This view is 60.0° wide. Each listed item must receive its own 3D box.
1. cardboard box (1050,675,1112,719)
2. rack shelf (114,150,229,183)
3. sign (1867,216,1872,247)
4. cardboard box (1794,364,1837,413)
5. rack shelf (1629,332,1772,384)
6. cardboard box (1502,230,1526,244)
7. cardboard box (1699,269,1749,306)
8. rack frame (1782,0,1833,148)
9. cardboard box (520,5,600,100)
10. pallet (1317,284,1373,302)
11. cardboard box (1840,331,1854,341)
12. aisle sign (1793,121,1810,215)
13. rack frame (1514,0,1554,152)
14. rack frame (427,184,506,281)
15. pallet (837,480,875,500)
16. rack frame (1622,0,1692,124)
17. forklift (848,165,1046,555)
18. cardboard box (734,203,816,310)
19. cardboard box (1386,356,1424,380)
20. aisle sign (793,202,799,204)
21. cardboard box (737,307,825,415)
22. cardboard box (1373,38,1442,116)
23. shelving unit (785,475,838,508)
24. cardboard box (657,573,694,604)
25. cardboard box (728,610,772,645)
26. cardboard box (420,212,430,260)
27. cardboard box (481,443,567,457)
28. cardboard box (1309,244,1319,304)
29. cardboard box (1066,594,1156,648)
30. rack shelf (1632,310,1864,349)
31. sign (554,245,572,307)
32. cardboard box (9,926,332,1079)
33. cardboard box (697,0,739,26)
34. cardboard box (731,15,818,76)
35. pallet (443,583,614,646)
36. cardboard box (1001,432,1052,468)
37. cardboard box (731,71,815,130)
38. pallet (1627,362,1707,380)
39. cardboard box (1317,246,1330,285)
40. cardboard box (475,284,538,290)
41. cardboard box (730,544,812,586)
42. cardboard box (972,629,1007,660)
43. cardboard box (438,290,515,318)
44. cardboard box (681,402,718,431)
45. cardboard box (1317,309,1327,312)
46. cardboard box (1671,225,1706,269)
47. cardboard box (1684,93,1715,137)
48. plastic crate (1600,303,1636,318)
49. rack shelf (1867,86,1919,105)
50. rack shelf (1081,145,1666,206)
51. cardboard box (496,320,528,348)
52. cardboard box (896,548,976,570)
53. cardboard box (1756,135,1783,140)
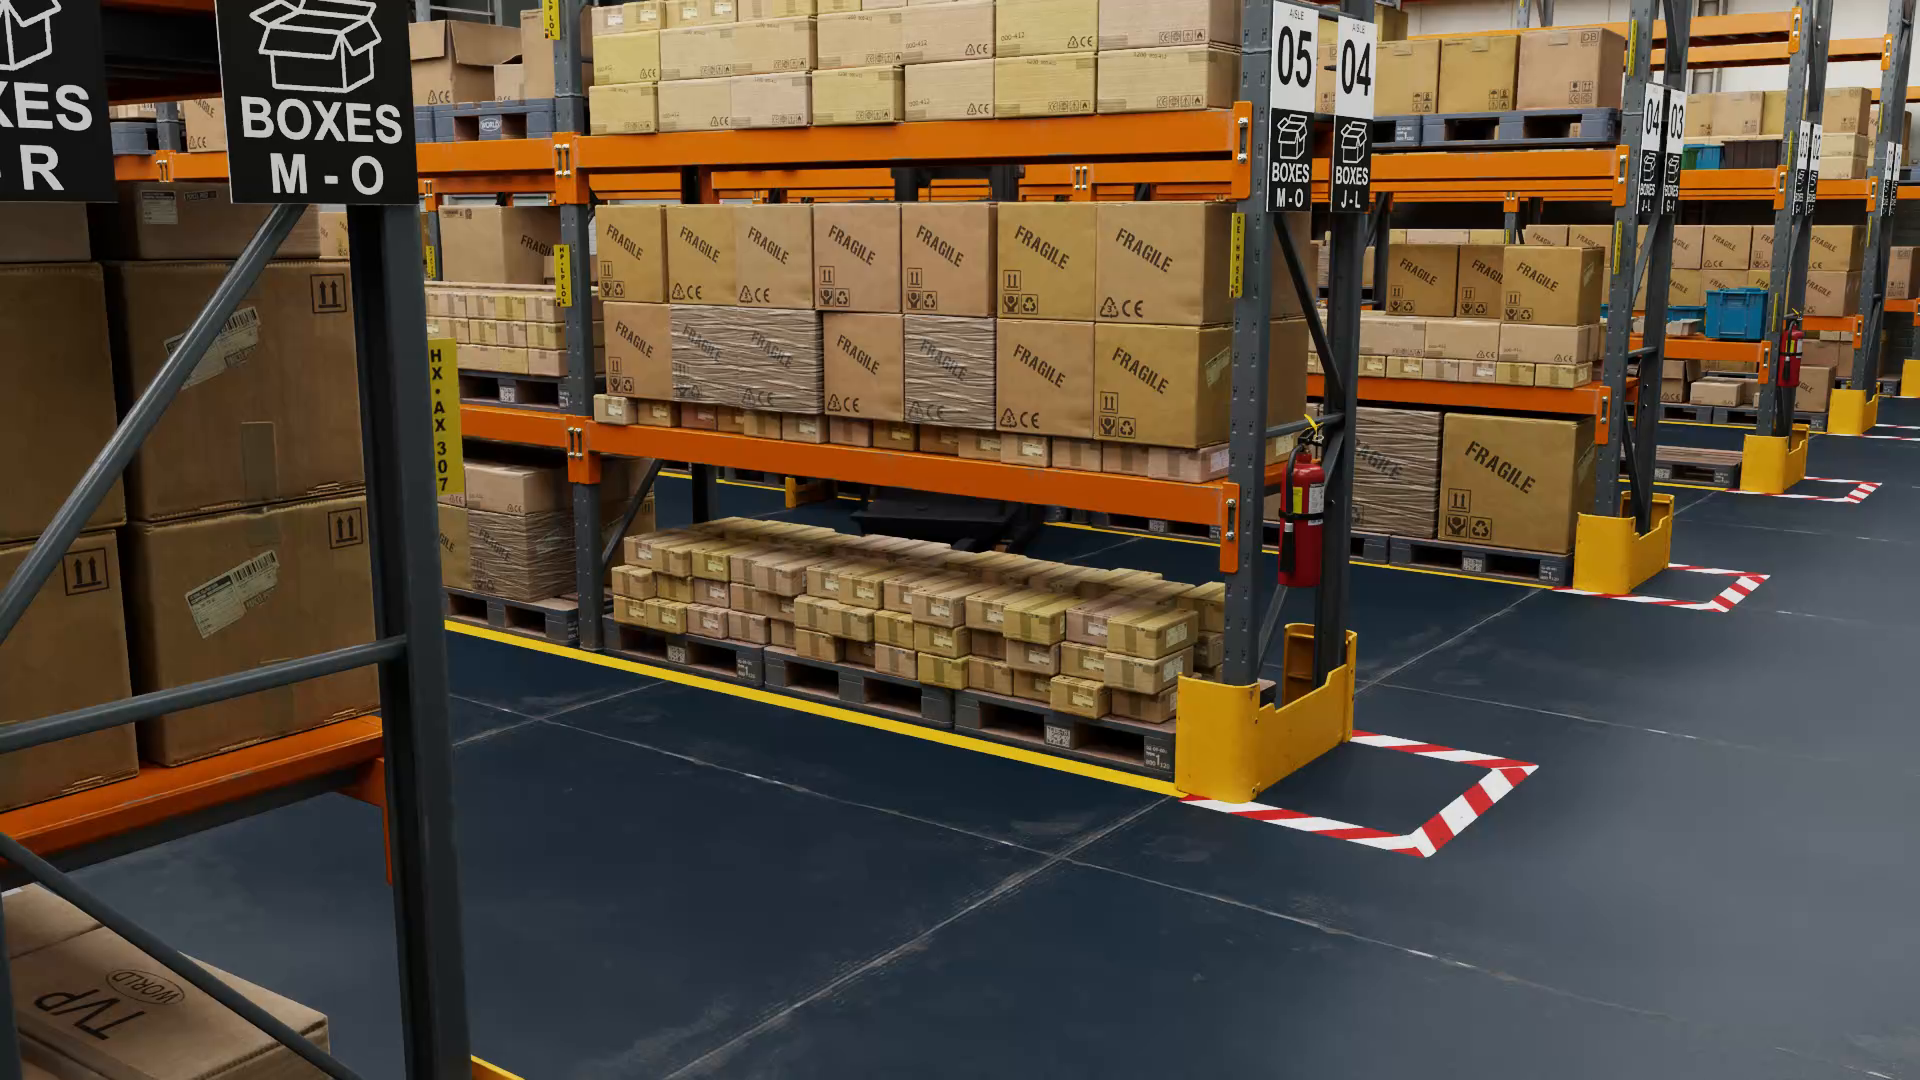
[{"bbox_3d":[0.618,0.677,7.532,0.250,0.149,0.380,8,14,37],"label":"cardboard box"},{"bbox_3d":[-6.628,-2.719,12.686,4.000,0.370,1.077,8,13,36],"label":"rack shelf"},{"bbox_3d":[9.972,-3.381,18.227,0.005,0.325,0.100,8,13,36],"label":"sign"},{"bbox_3d":[9.732,-1.752,19.111,0.500,0.500,0.500,8,13,36],"label":"cardboard box"},{"bbox_3d":[5.770,-1.853,16.107,4.000,0.370,1.077,8,13,36],"label":"rack shelf"},{"bbox_3d":[8.676,-4.651,25.600,0.500,0.250,0.500,8,14,37],"label":"cardboard box"},{"bbox_3d":[8.975,-2.912,19.423,0.500,0.500,0.500,8,14,36],"label":"cardboard box"},{"bbox_3d":[7.382,-4.927,14.307,0.127,3.000,1.000,8,13,36],"label":"rack frame"},{"bbox_3d":[-2.032,-2.713,9.388,0.500,0.500,0.700,8,14,36],"label":"cardboard box"},{"bbox_3d":[5.439,-3.327,22.335,1.213,0.211,1.003,8,13,36],"label":"pallet"},{"bbox_3d":[12.411,-2.846,23.110,0.250,0.149,0.380,8,13,35],"label":"cardboard box"},{"bbox_3d":[7.266,-3.205,14.356,0.004,0.787,0.394,8,13,36],"label":"aisle sign"},{"bbox_3d":[7.092,-6.135,20.549,0.127,3.000,1.000,8,13,36],"label":"rack frame"},{"bbox_3d":[-5.222,-2.573,17.931,0.127,3.000,1.000,8,13,36],"label":"rack frame"},{"bbox_3d":[-0.428,-0.517,14.644,1.213,0.211,1.003,8,13,36],"label":"pallet"},{"bbox_3d":[4.450,-4.169,10.387,0.127,3.000,1.000,8,13,36],"label":"rack frame"},{"bbox_3d":[-0.135,-1.323,11.652,1.130,2.935,3.031,2,11,12],"label":"forklift"},{"bbox_3d":[-0.757,-1.406,8.221,0.500,0.500,0.500,8,14,36],"label":"cardboard box"},{"bbox_3d":[3.144,-1.204,11.520,0.250,0.149,0.380,8,13,34],"label":"cardboard box"},{"bbox_3d":[-2.814,-5.775,27.641,0.004,0.787,0.394,8,13,36],"label":"aisle sign"},{"bbox_3d":[-0.754,-0.910,8.287,0.500,0.500,0.500,8,13,34],"label":"cardboard box"},{"bbox_3d":[3.171,-3.183,11.558,0.500,0.500,0.700,7,13,32],"label":"cardboard box"},{"bbox_3d":[-0.863,-0.994,13.720,1.083,1.500,0.587,8,14,37],"label":"shelving unit"},{"bbox_3d":[-1.432,0.227,9.078,0.250,0.149,0.380,8,14,36],"label":"cardboard box"},{"bbox_3d":[-1.008,0.429,8.815,0.250,0.149,0.380,8,13,34],"label":"cardboard box"},{"bbox_3d":[-5.748,-3.267,17.842,0.500,0.500,0.500,8,13,36],"label":"cardboard box"},{"bbox_3d":[-2.661,-0.455,10.488,0.500,0.250,0.500,8,14,37],"label":"cardboard box"},{"bbox_3d":[2.275,-1.907,12.125,0.500,0.500,0.500,7,13,34],"label":"cardboard box"},{"bbox_3d":[0.687,0.368,7.564,0.250,0.149,0.380,8,14,37],"label":"cardboard box"},{"bbox_3d":[8.704,-2.611,20.025,4.000,0.370,1.077,8,13,36],"label":"rack shelf"},{"bbox_3d":[-2.117,-1.408,8.864,0.005,0.325,0.100,8,13,36],"label":"sign"},{"bbox_3d":[-2.007,1.286,3.623,0.875,0.438,0.875,7,13,34],"label":"cardboard box"},{"bbox_3d":[-1.082,-2.604,8.226,0.250,0.149,0.380,7,13,34],"label":"cardboard box"},{"bbox_3d":[-0.750,-2.364,8.031,0.500,0.250,0.500,8,14,37],"label":"cardboard box"},{"bbox_3d":[-2.420,0.356,10.132,1.213,0.211,1.003,8,13,36],"label":"pallet"},{"bbox_3d":[0.394,-0.430,7.518,0.250,0.149,0.380,8,14,37],"label":"cardboard box"},{"bbox_3d":[-0.757,-2.115,8.065,0.500,0.250,0.500,9,14,38],"label":"cardboard box"},{"bbox_3d":[10.588,-2.482,24.802,1.213,0.211,1.003,8,13,36],"label":"pallet"},{"bbox_3d":[5.067,-3.709,22.434,0.700,0.500,0.500,-10,15,-42],"label":"cardboard box"},{"bbox_3d":[-2.879,-1.560,10.686,0.250,0.149,0.380,9,14,38],"label":"cardboard box"},{"bbox_3d":[-0.993,0.133,8.777,0.250,0.149,0.380,8,13,34],"label":"cardboard box"},{"bbox_3d":[0.263,0.452,7.913,0.250,0.149,0.380,8,13,35],"label":"cardboard box"},{"bbox_3d":[-2.867,-1.404,9.881,0.250,0.149,0.380,8,13,35],"label":"cardboard box"},{"bbox_3d":[-1.259,-0.680,8.811,0.250,0.149,0.380,7,13,33],"label":"cardboard box"},{"bbox_3d":[2.567,-1.621,12.623,0.500,0.250,0.500,8,14,37],"label":"cardboard box"},{"bbox_3d":[8.553,-3.460,19.620,0.500,0.500,0.500,8,14,37],"label":"cardboard box"},{"bbox_3d":[8.726,-4.987,19.618,0.500,0.500,0.700,8,13,36],"label":"cardboard box"},{"bbox_3d":[6.316,-2.155,16.056,0.300,0.233,0.416,8,13,36],"label":"plastic crate"},{"bbox_3d":[11.634,-6.119,23.415,4.000,0.370,1.077,8,13,36],"label":"rack shelf"},{"bbox_3d":[2.838,-2.568,11.903,4.000,0.370,1.077,8,13,36],"label":"rack shelf"},{"bbox_3d":[-2.442,-1.198,9.598,0.250,0.149,0.380,8,14,36],"label":"cardboard box"},{"bbox_3d":[-0.120,0.156,8.658,0.250,0.149,0.380,8,14,36],"label":"cardboard box"},{"bbox_3d":[9.348,-4.459,18.863,0.500,0.250,0.500,8,13,36],"label":"cardboard box"}]
